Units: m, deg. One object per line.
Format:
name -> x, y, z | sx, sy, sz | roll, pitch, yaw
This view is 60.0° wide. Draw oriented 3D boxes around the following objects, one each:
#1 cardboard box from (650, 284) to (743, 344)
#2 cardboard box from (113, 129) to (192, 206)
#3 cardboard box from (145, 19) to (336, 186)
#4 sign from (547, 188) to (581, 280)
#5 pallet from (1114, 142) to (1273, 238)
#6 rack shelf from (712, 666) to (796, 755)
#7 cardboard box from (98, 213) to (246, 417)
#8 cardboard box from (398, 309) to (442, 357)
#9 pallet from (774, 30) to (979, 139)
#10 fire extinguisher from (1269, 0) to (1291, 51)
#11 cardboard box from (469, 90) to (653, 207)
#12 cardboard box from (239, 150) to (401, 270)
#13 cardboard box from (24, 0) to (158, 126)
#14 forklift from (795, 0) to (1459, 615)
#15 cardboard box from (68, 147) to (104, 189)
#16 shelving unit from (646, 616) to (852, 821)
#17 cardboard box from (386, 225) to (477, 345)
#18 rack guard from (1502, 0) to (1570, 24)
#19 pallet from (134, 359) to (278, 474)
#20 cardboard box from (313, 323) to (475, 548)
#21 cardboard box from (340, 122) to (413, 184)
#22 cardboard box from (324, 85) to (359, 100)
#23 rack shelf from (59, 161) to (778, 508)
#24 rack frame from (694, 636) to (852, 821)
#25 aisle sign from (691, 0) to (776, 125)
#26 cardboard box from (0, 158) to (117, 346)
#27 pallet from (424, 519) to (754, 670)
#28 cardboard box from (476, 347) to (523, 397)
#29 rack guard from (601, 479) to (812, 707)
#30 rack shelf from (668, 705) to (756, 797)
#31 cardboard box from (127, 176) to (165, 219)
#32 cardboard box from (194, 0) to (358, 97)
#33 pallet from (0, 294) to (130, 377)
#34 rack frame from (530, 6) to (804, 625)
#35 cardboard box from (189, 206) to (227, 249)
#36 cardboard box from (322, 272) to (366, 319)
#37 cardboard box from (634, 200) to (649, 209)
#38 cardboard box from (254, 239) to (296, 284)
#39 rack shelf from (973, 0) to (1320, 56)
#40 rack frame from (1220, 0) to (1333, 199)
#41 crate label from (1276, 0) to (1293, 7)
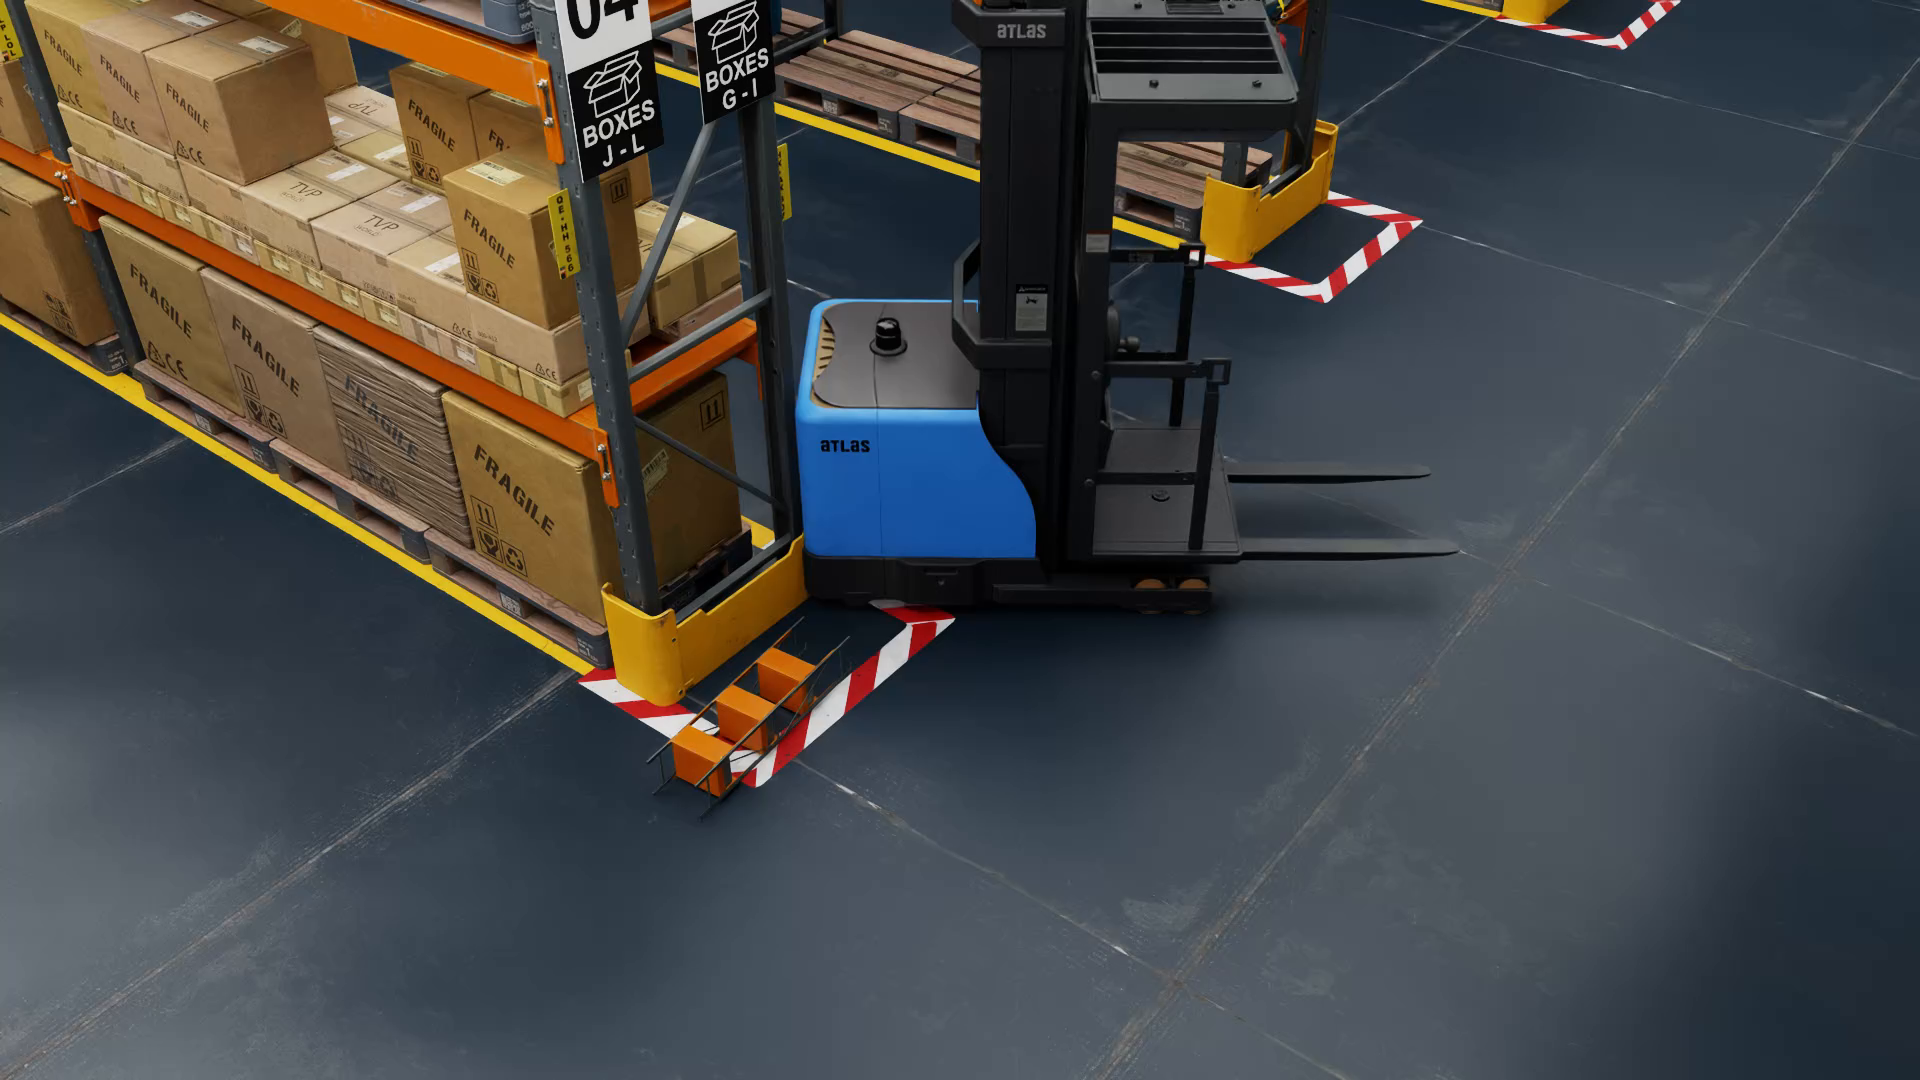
cardboard box -> -1.152, -0.998, 7.157 | 0.250, 0.149, 0.380 | 26, 45, 29
cardboard box -> -3.641, -1.866, 7.941 | 0.500, 0.250, 0.500 | 25, 44, 28
cardboard box -> -3.220, -1.969, 7.464 | 0.500, 0.500, 0.500 | 24, 44, 27
sign -> -1.411, -1.092, 5.940 | 0.005, 0.325, 0.100 | 25, 45, 29
pallet -> 1.307, -2.458, 11.079 | 1.213, 0.211, 1.003 | 25, 45, 29
rack shelf -> -0.857, 0.723, 6.988 | 0.240, 0.215, 0.259 | 21, 43, 25
cardboard box -> -3.772, -1.343, 8.776 | 0.875, 0.875, 0.875 | 25, 45, 29
cardboard box -> -2.158, -0.962, 7.109 | 0.250, 0.149, 0.380 | 26, 45, 29
pallet -> -0.631, -3.372, 12.246 | 1.213, 0.211, 1.003 | 25, 45, 29
fire extinguisher -> 1.782, -2.772, 9.583 | 0.183, 0.674, 0.296 | 25, 45, 29
cardboard box -> -1.685, -1.655, 7.064 | 0.500, 0.500, 0.500 | 24, 44, 28
cardboard box -> -2.840, -1.486, 7.456 | 0.500, 0.250, 0.500 | 25, 45, 29
cardboard box -> -4.022, -2.350, 7.951 | 0.500, 0.500, 0.500 | 25, 45, 29
forklift -> 0.798, -1.140, 7.190 | 3.031, 2.935, 1.130 | 0, 38, 0
cardboard box -> -4.215, -1.928, 8.344 | 0.250, 0.149, 0.380 | 25, 45, 29
shelving unit -> -0.863, 0.728, 6.981 | 0.252, 0.215, 1.050 | 21, 43, 25
cardboard box -> -2.019, -1.103, 6.966 | 0.500, 0.250, 0.500 | 24, 44, 28
rack guard -> 4.891, -4.696, 13.704 | 0.348, 0.500, 1.175 | 25, 45, 29
pallet -> -3.691, -0.880, 9.063 | 1.213, 0.211, 1.003 | 25, 45, 29
cardboard box -> -2.350, -0.673, 7.920 | 0.875, 0.875, 0.875 | 25, 45, 29
cardboard box -> -2.519, -1.747, 7.789 | 0.500, 0.250, 0.500 | 24, 44, 28
cardboard box -> -3.325, -2.130, 8.278 | 0.500, 0.250, 0.500 | 27, 45, 30
rack shelf -> -2.659, -1.269, 7.881 | 4.000, 0.370, 1.077 | 25, 45, 29
rack frame -> -0.759, 0.769, 6.930 | 0.008, 0.200, 1.050 | 21, 43, 25
aisle sign -> -0.831, -1.946, 6.055 | 0.004, 0.787, 0.394 | 25, 45, 29
cardboard box -> -4.768, -1.860, 9.436 | 0.875, 0.875, 1.225 | 25, 45, 29
pallet -> -1.753, 0.034, 7.896 | 1.213, 0.211, 1.003 | 25, 45, 29
cardboard box -> -1.761, -0.773, 6.868 | 0.250, 0.149, 0.380 | 26, 45, 29
rack guard -> -1.051, 0.190, 7.462 | 0.348, 0.500, 1.175 | 25, 45, 29
rack shelf -> -1.008, 0.871, 6.799 | 0.240, 0.215, 0.259 | 21, 43, 25
cardboard box -> -3.796, -1.732, 8.093 | 0.250, 0.149, 0.380 | 27, 45, 30
cardboard box -> -3.324, -2.423, 8.045 | 0.500, 0.500, 0.500 | 26, 45, 29
pallet -> -4.906, -1.455, 9.798 | 1.213, 0.211, 1.003 | 25, 45, 29
rack frame -> -1.070, -0.803, 6.703 | 0.127, 3.000, 1.000 | 25, 45, 29
cardboard box -> -3.383, -1.538, 7.846 | 0.250, 0.149, 0.380 | 25, 44, 28
cardboard box -> -2.572, -1.155, 7.356 | 0.250, 0.149, 0.380 | 25, 45, 29
cardboard box -> -1.704, -1.364, 7.301 | 0.500, 0.250, 0.500 | 25, 44, 28
cardboard box -> -2.975, -1.345, 7.600 | 0.250, 0.149, 0.380 | 24, 44, 27
rack shelf -> 0.350, -3.694, 10.979 | 4.000, 0.370, 1.077 | 25, 45, 29
rack frame -> 1.939, -3.228, 9.801 | 0.127, 3.000, 1.000 | 25, 45, 29
crate label -> 1.943, -3.439, 10.158 | 0.303, 0.233, 0.416 | 25, 45, 29
